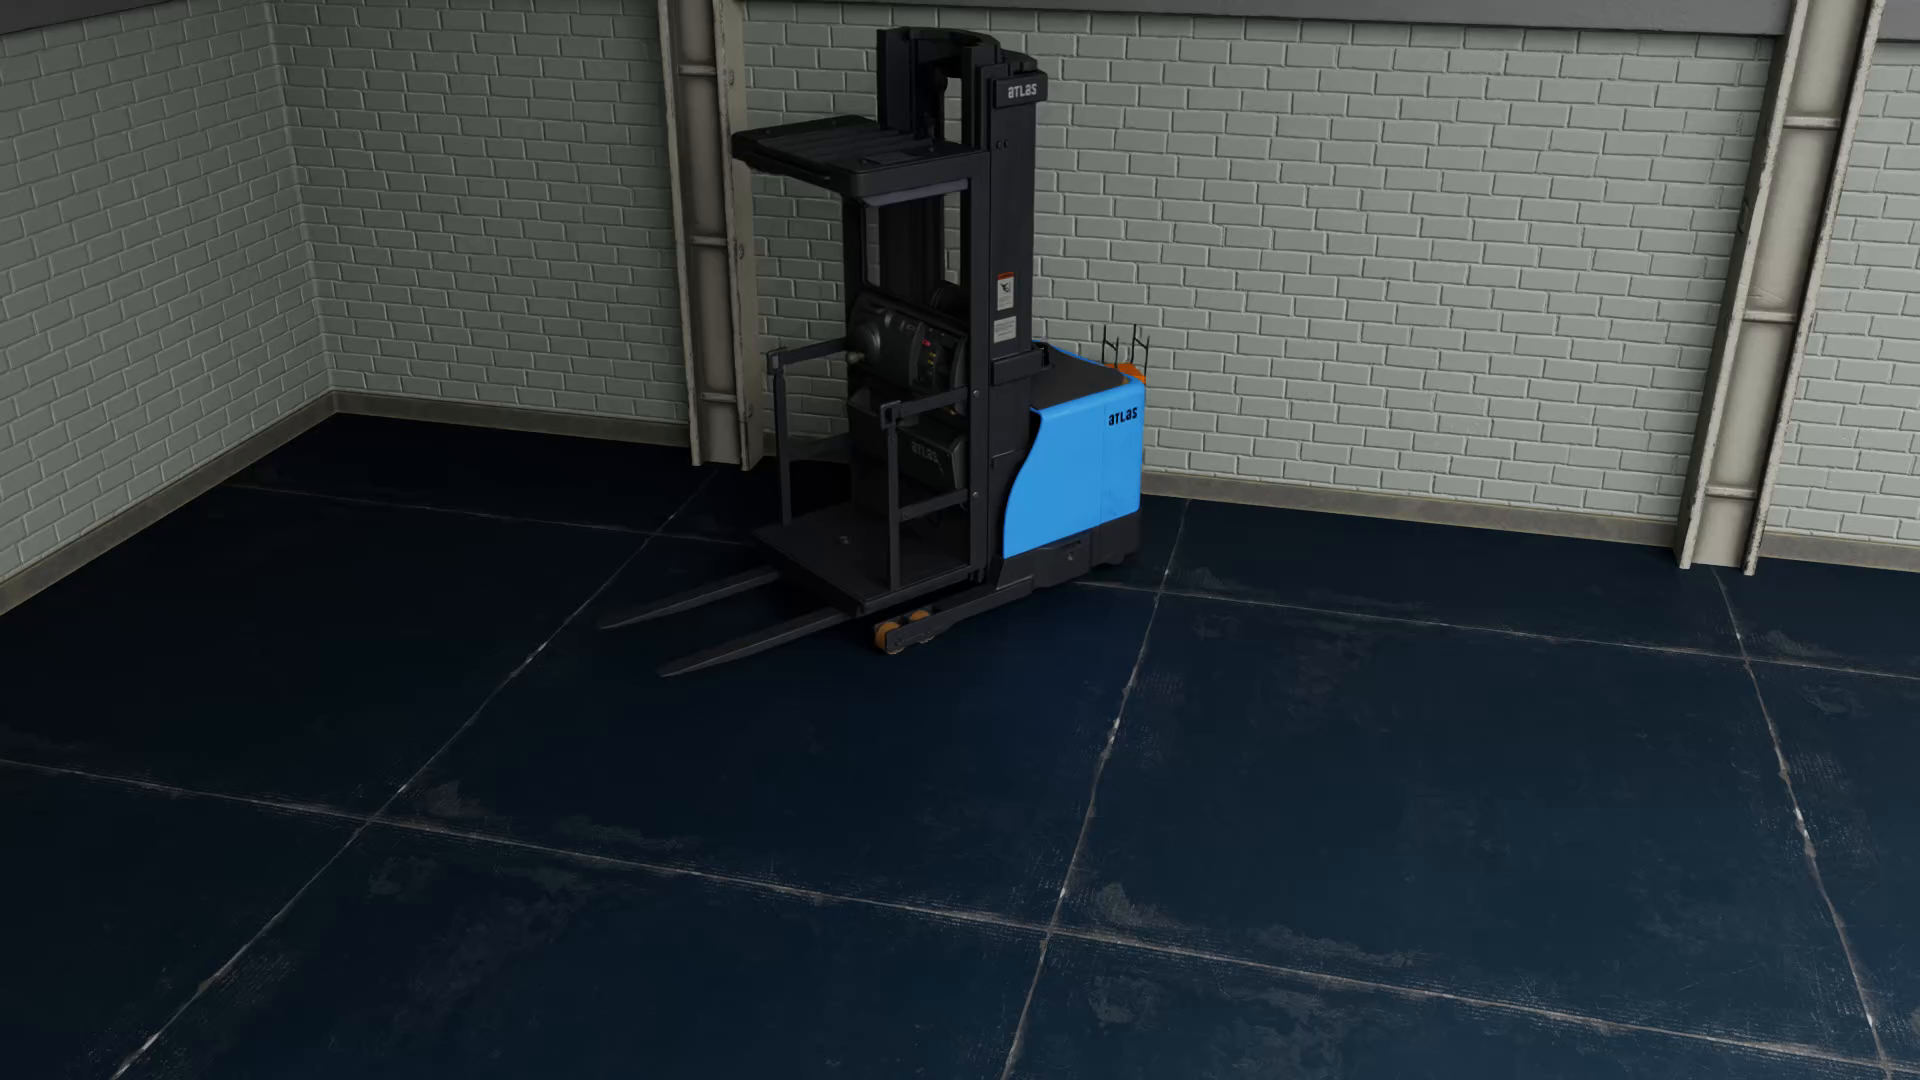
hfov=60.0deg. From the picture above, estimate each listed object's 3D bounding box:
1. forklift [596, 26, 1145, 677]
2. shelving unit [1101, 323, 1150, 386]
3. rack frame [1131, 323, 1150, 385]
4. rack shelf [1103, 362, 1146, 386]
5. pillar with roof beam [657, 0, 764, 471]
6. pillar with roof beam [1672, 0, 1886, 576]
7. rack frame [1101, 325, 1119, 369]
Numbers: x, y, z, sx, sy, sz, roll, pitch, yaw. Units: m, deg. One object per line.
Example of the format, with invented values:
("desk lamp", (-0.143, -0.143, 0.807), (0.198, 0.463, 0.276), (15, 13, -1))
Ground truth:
("forklift", (-0.438, -0.993, 8.425), (3.031, 2.935, 1.130), (-19, 31, -34))
("shelving unit", (0.927, -0.648, 9.708), (0.189, 1.200, 0.258), (-5, 26, -14))
("rack frame", (1.015, -0.655, 9.731), (0.006, 1.200, 0.240), (-5, 26, -14))
("rack shelf", (0.938, -0.934, 9.576), (0.180, 0.103, 0.258), (-5, 26, -14))
("pillar with roof beam", (-2.581, -2.799, 5.160), (0.400, 9.000, 9.100), (6, 26, 13))
("pillar with roof beam", (3.230, -2.156, 3.811), (0.400, 9.000, 9.100), (6, 26, 13))
("rack frame", (0.838, -0.641, 9.686), (0.006, 1.200, 0.240), (-5, 26, -14))
